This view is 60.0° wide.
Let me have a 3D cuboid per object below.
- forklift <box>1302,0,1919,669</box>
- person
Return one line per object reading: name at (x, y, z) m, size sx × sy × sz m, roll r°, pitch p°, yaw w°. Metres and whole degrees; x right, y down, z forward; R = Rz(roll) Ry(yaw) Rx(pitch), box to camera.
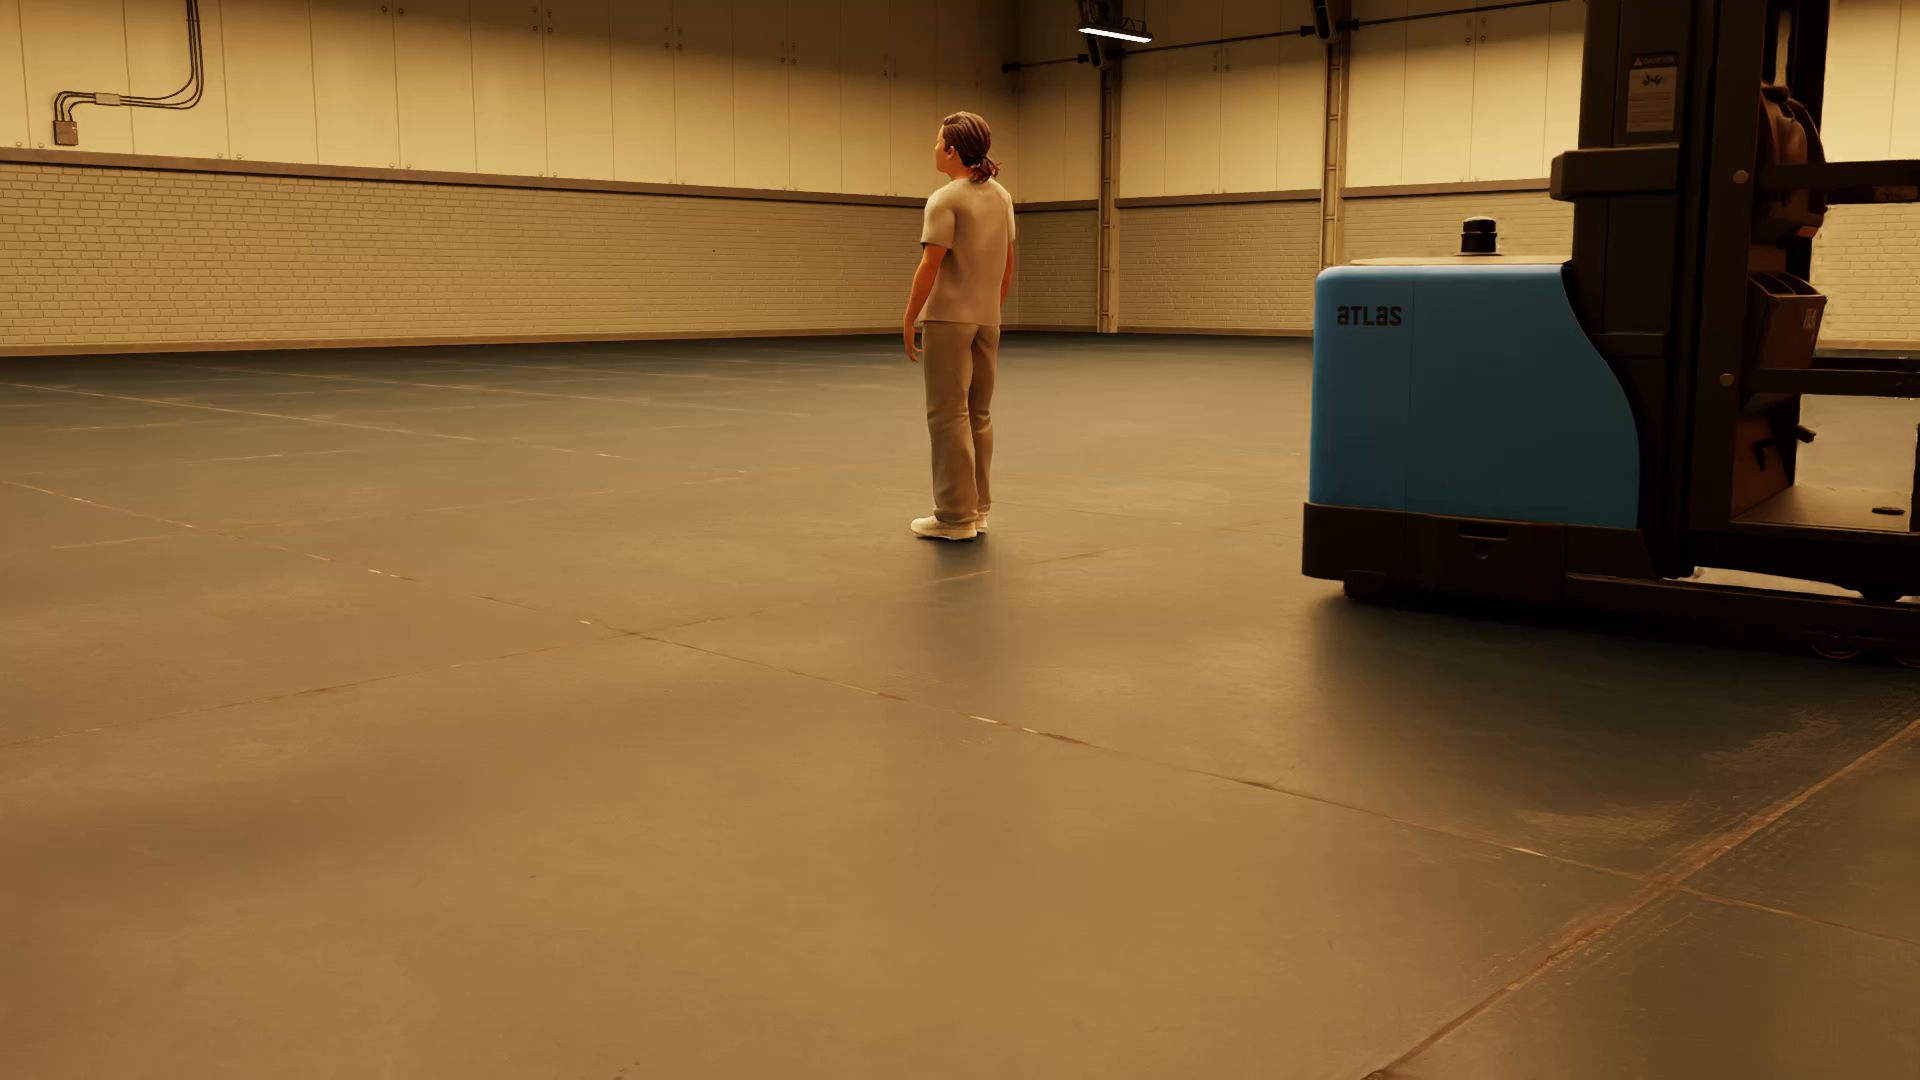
forklift at (2.628, -1.195, 4.812) m, size 3.031 × 2.935 × 1.130 m, roll 6°, pitch 10°, yaw 35°
person at (-0.044, -0.844, 6.651) m, size 0.549 × 1.675 × 0.550 m, roll 8°, pitch 12°, yaw 43°
